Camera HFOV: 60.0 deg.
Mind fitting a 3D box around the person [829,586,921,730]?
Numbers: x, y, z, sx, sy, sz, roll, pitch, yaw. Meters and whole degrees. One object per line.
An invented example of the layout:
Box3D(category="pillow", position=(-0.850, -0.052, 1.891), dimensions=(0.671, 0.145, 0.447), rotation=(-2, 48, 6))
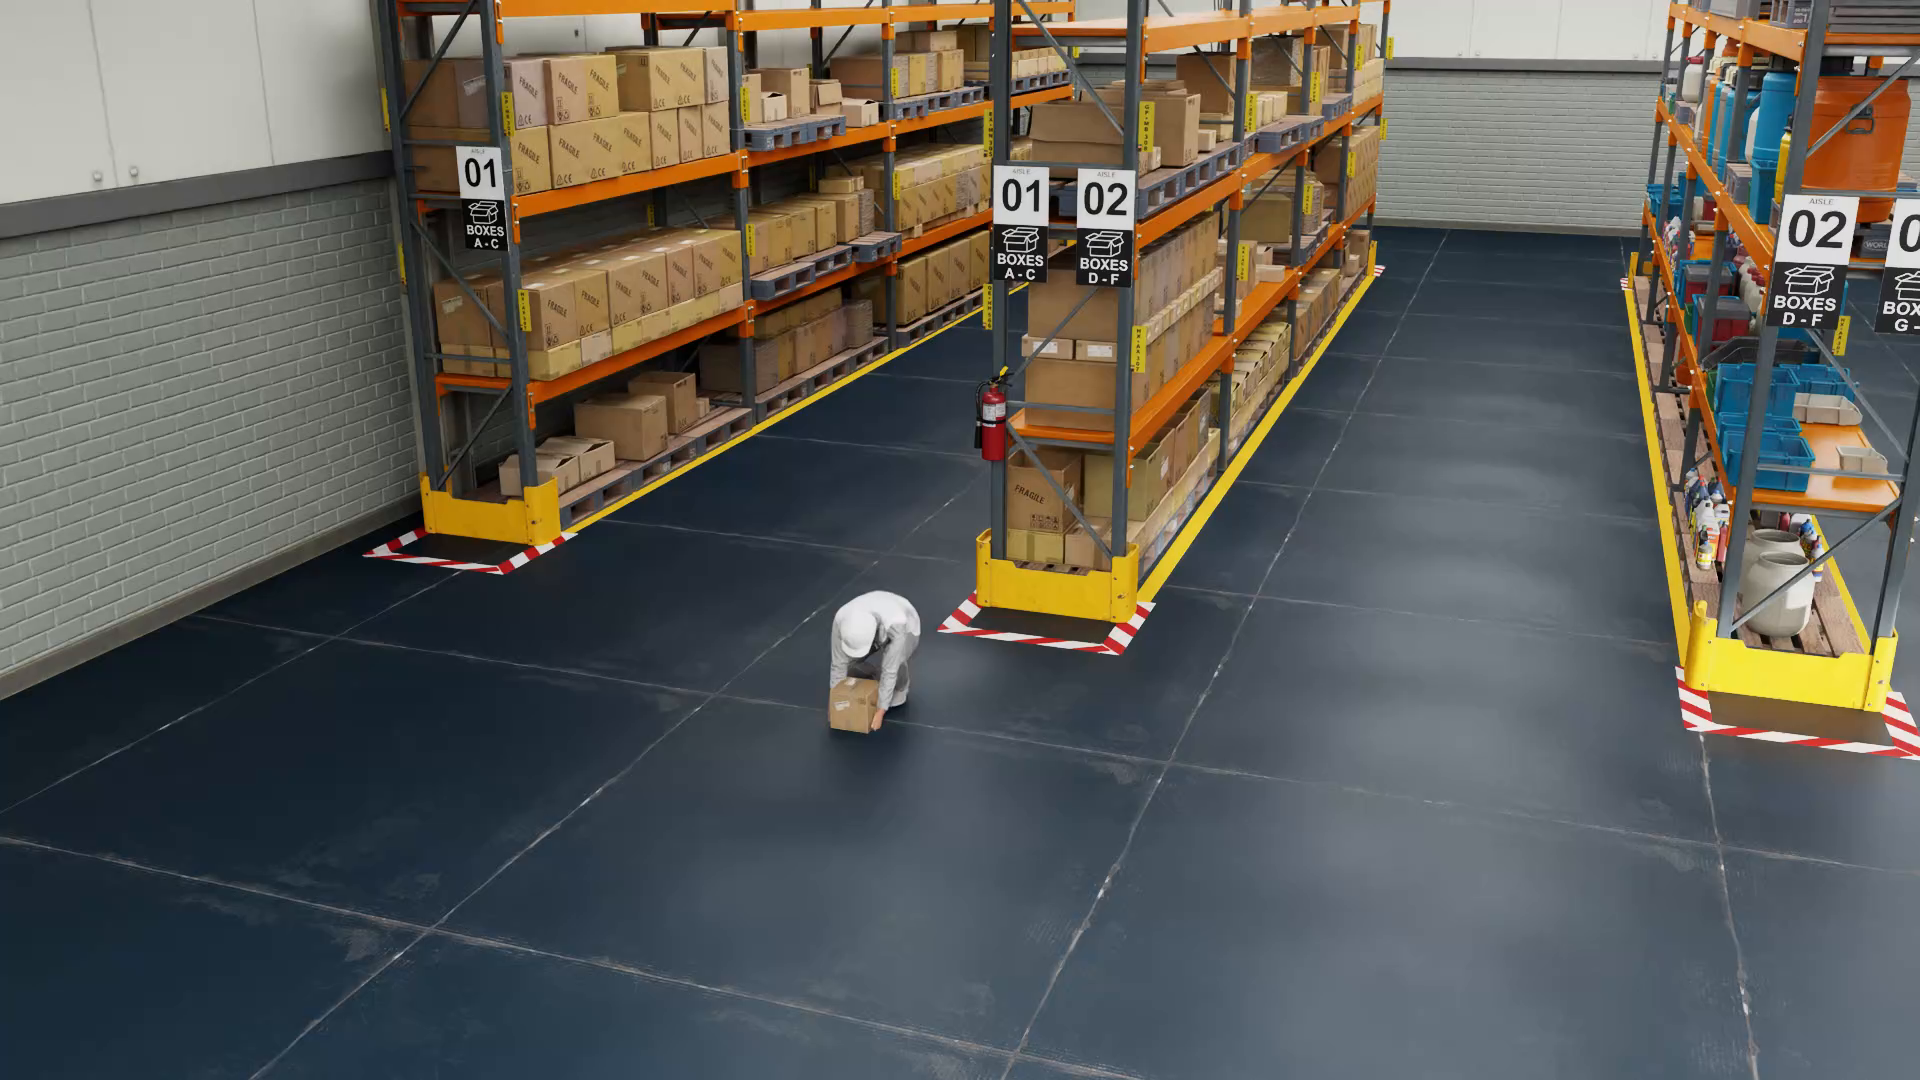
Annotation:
Box3D(category="person", position=(-0.553, 0.716, 10.533), dimensions=(0.510, 0.818, 0.975), rotation=(6, 19, 17))
